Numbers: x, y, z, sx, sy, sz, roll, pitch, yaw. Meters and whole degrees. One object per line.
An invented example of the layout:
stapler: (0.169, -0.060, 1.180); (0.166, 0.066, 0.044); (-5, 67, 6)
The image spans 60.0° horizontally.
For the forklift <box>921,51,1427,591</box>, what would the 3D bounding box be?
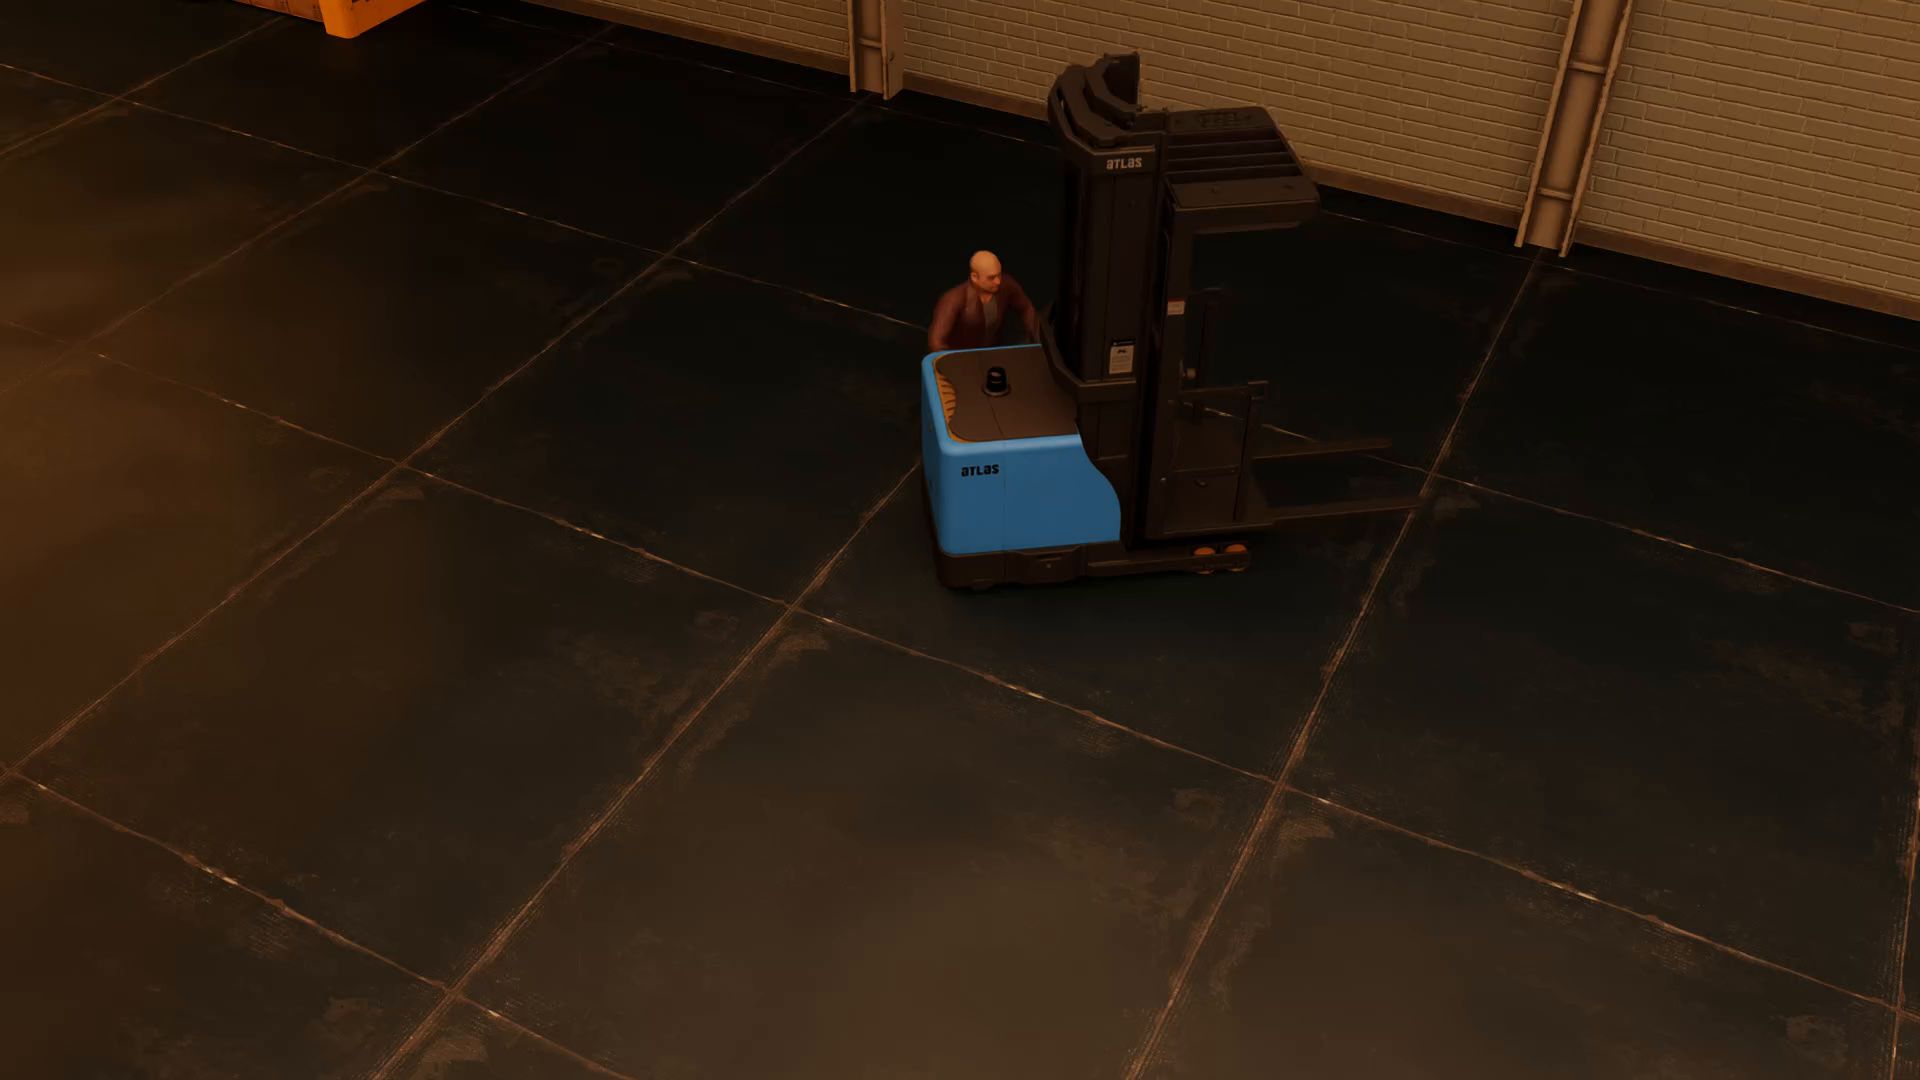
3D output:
forklift: (1.314, -1.248, 9.468); (3.031, 2.935, 1.130); (-5, 40, -6)

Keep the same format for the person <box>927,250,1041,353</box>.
person: (0.297, -1.005, 10.321); (0.908, 1.565, 0.862); (31, 49, 32)
